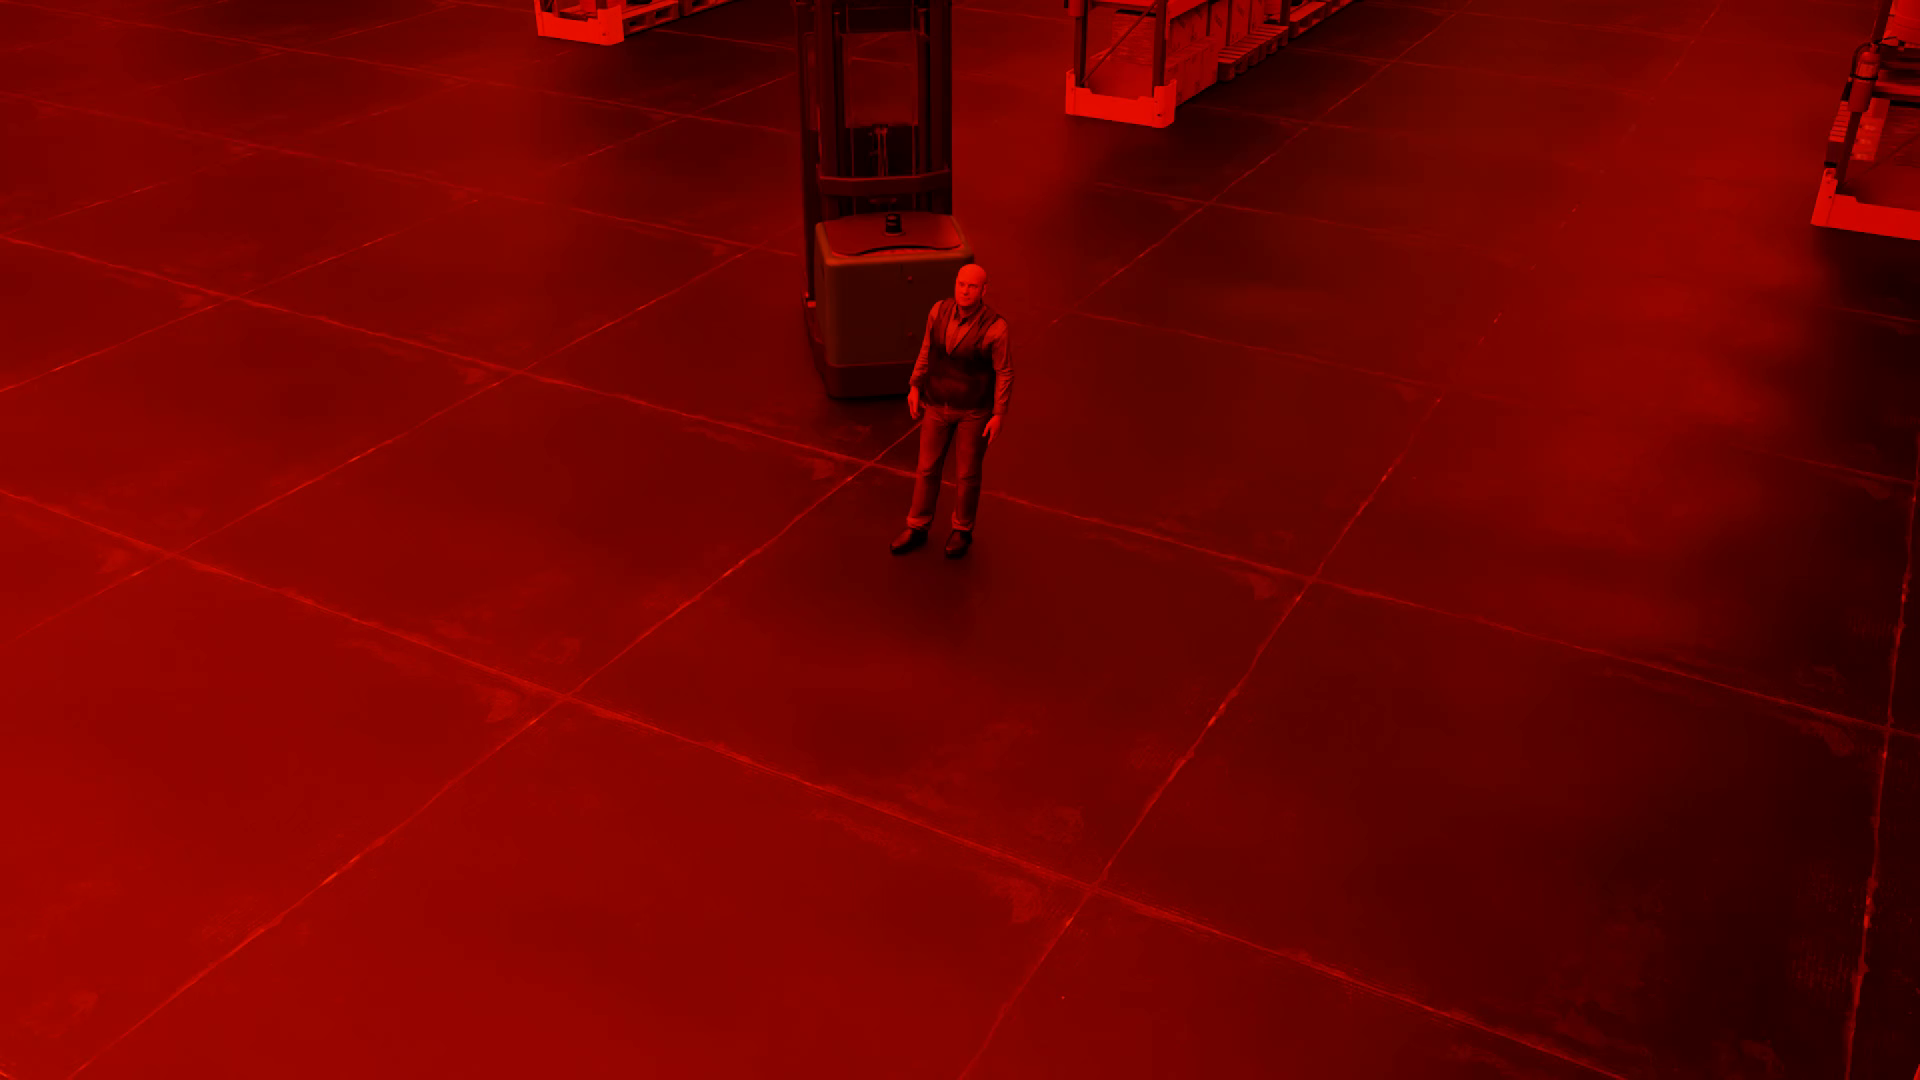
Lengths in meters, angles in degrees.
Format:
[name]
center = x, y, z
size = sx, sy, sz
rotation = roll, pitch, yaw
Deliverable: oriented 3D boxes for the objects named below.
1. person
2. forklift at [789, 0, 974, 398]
[person]
center = -0.037, -0.727, 9.525
size = 0.632, 1.720, 0.568
rotation = 15, 33, 25
[forklift]
center = -0.644, -2.978, 12.230
size = 1.130, 2.935, 3.031
rotation = -5, 30, -8
